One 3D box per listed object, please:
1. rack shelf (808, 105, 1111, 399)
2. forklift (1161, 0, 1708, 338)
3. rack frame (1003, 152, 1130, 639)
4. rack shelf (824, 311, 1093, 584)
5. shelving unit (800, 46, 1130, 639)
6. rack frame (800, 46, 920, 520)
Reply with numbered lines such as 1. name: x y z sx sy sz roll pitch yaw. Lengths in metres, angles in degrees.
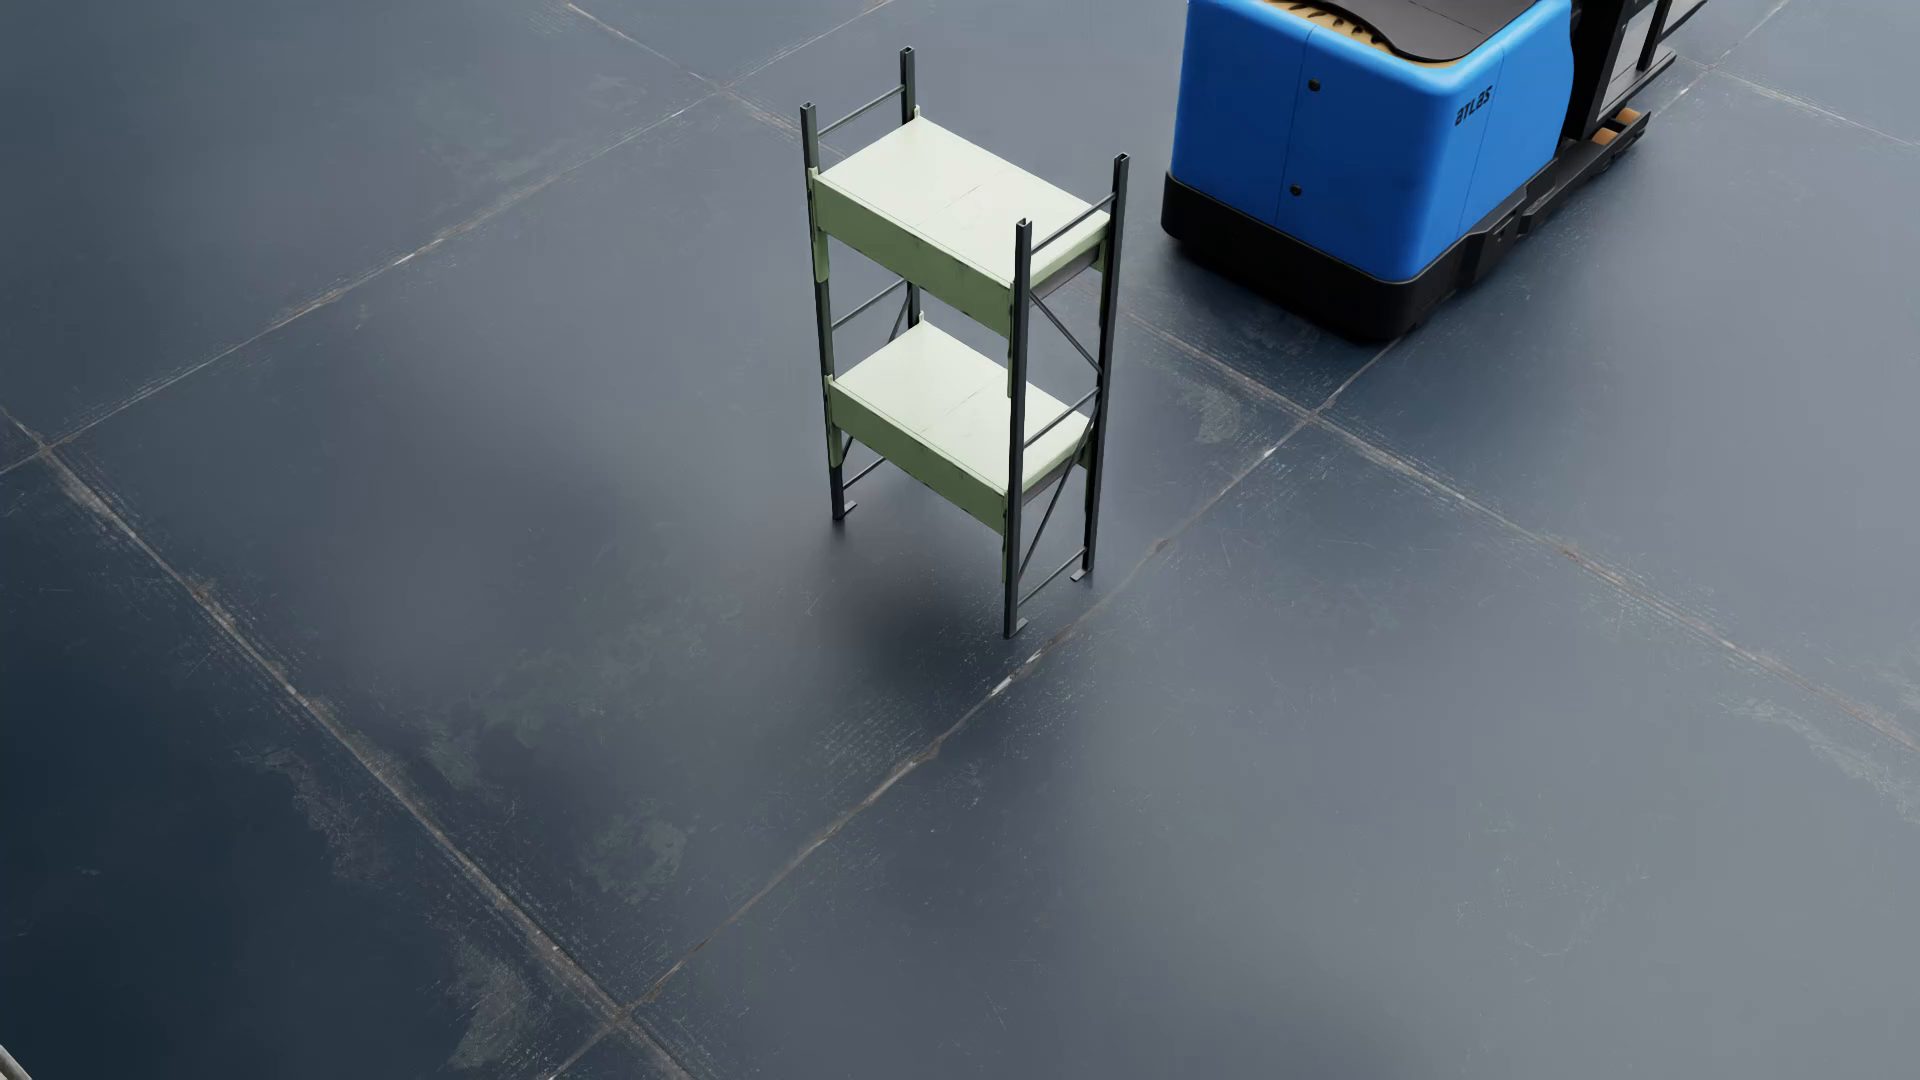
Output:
1. rack shelf: 0.005 -0.777 4.416 0.720 0.370 0.431 34 55 28
2. forklift: 2.121 -2.698 5.773 1.130 2.935 3.031 34 55 27
3. rack frame: 0.274 -0.329 4.530 0.023 1.500 0.400 34 55 28
4. rack shelf: 0.005 -0.287 4.938 0.720 0.370 0.431 34 55 28
5. shelving unit: 0.005 -0.510 4.700 0.755 1.500 0.431 34 55 28
6. rack frame: -0.264 -0.691 4.870 0.023 1.500 0.400 34 55 28
